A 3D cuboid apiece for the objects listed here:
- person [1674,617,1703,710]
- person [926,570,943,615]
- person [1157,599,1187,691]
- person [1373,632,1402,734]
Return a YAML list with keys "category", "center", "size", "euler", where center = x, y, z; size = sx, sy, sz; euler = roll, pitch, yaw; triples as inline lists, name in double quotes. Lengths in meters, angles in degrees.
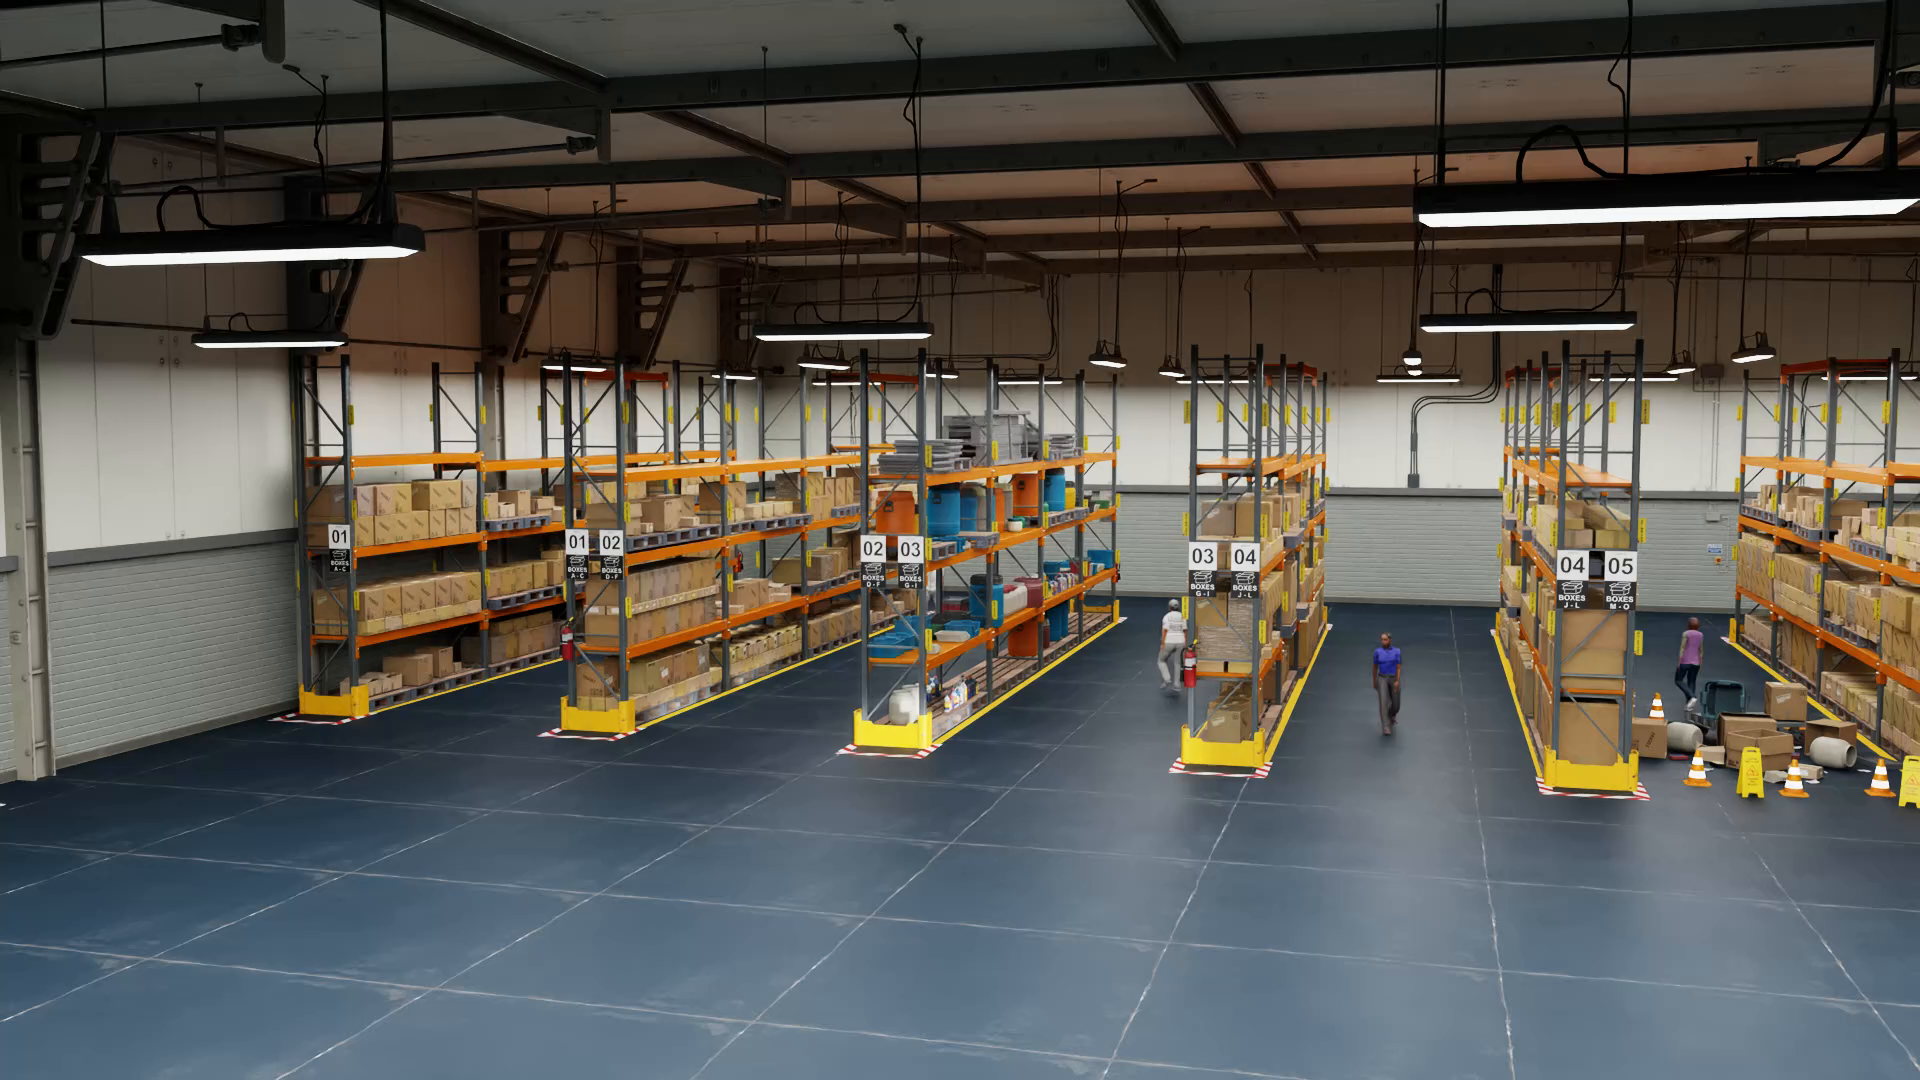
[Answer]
- category: "person"
  center: [12.321, 2.099, 28.036]
  size: [0.476, 1.603, 0.528]
  euler: [-1, 4, -8]
- category: "person"
  center: [-0.714, 1.181, 39.032]
  size: [0.617, 1.715, 1.054]
  euler: [1, 4, 11]
- category: "person"
  center: [3.869, 1.908, 30.213]
  size: [0.529, 1.663, 0.427]
  euler: [-1, 4, -17]
- category: "person"
  center: [6.799, 2.238, 26.433]
  size: [0.432, 1.543, 1.058]
  euler: [1, 4, 9]
